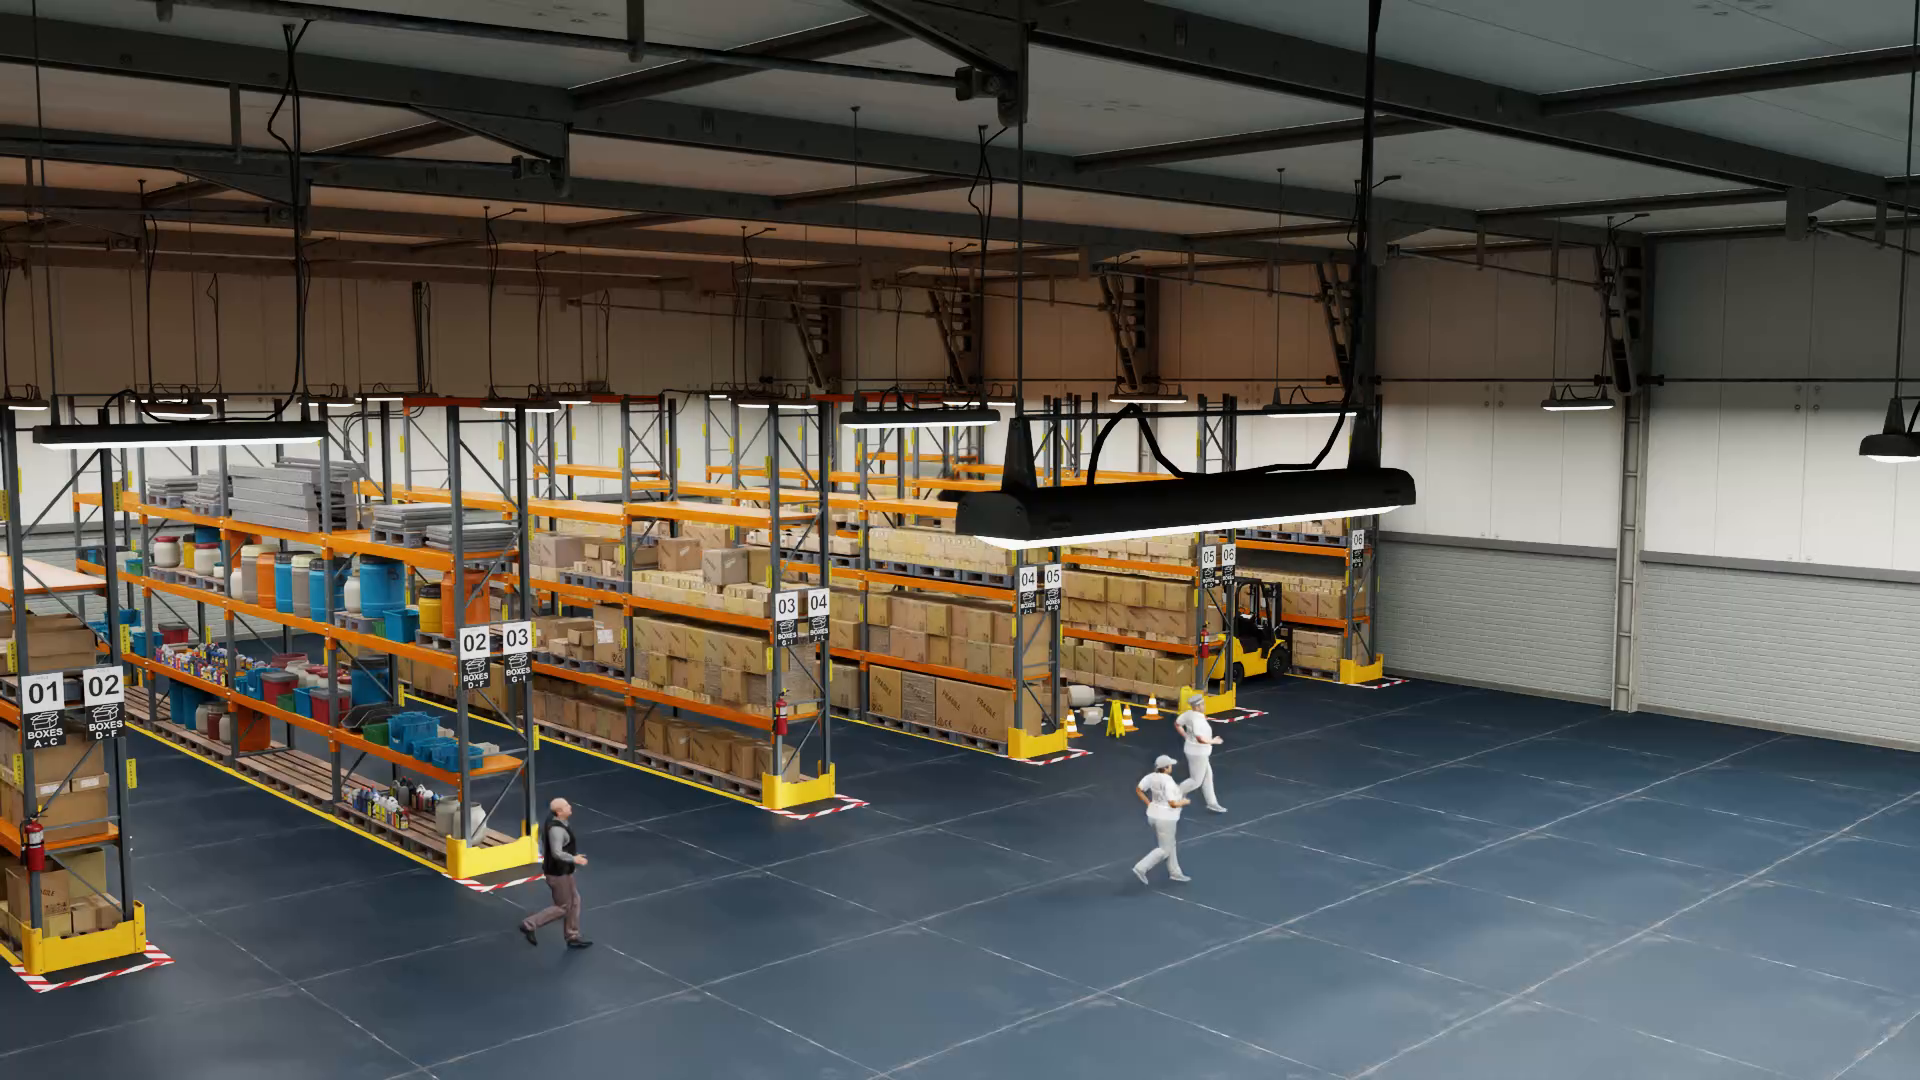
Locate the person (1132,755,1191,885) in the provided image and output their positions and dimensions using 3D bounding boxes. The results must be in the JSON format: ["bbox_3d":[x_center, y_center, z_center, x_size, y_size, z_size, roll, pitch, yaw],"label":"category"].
[{"bbox_3d":[2.514,3.503,20.685,0.921,1.657,0.609,-3,6,-25],"label":"person"}]

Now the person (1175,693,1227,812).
[{"bbox_3d":[3.437,3.114,24.184,0.980,1.794,0.674,-1,6,-7],"label":"person"}]

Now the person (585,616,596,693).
[{"bbox_3d":[-7.374,2.320,32.960,0.767,1.655,0.625,5,7,41],"label":"person"}]

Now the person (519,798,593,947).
[{"bbox_3d":[-4.506,3.712,18.473,0.821,1.720,0.668,-2,6,-20],"label":"person"}]
